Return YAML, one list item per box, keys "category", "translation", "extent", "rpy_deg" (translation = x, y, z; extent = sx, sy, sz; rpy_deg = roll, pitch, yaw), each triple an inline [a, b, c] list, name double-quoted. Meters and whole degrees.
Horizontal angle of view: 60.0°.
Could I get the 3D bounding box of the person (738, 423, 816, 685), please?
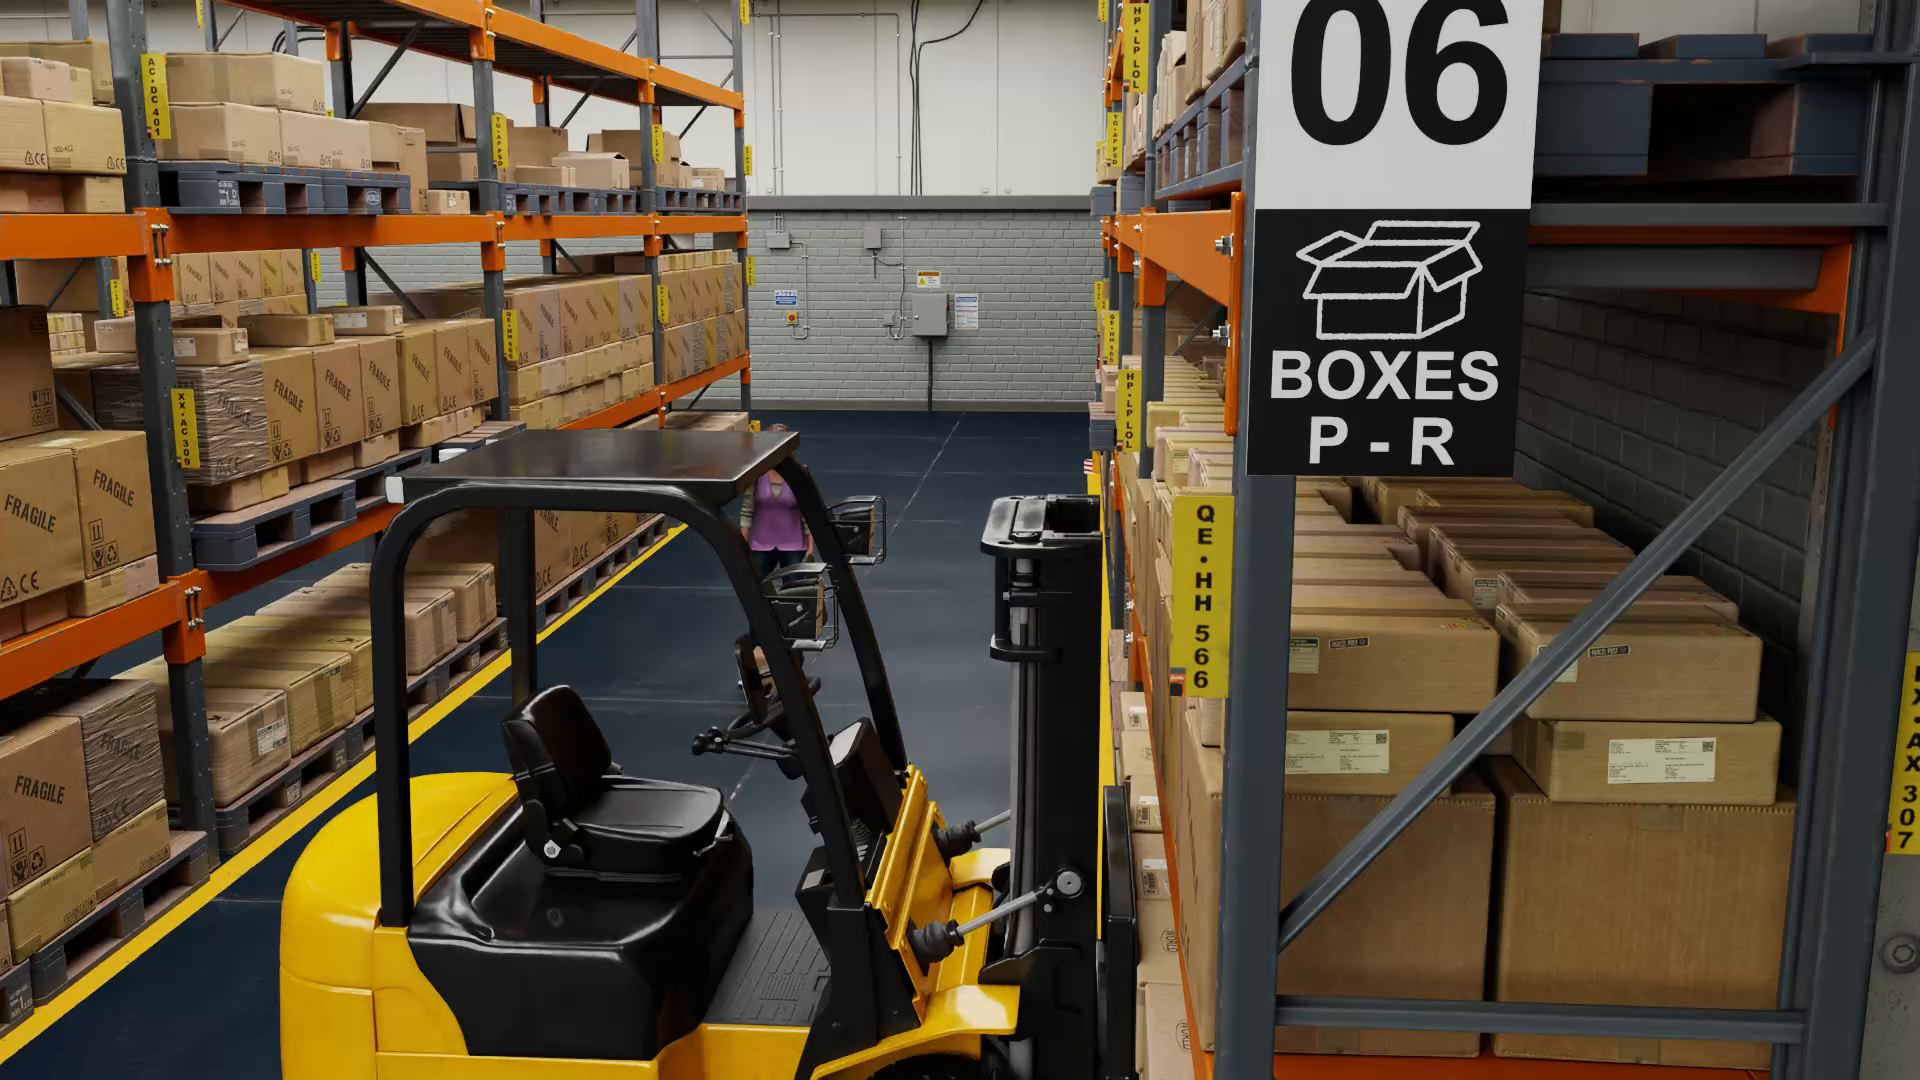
- category: "person"
  translation: [-1.102, 0.084, 10.033]
  extent: [0.480, 1.591, 0.347]
  rpy_deg: [0, 11, 0]
